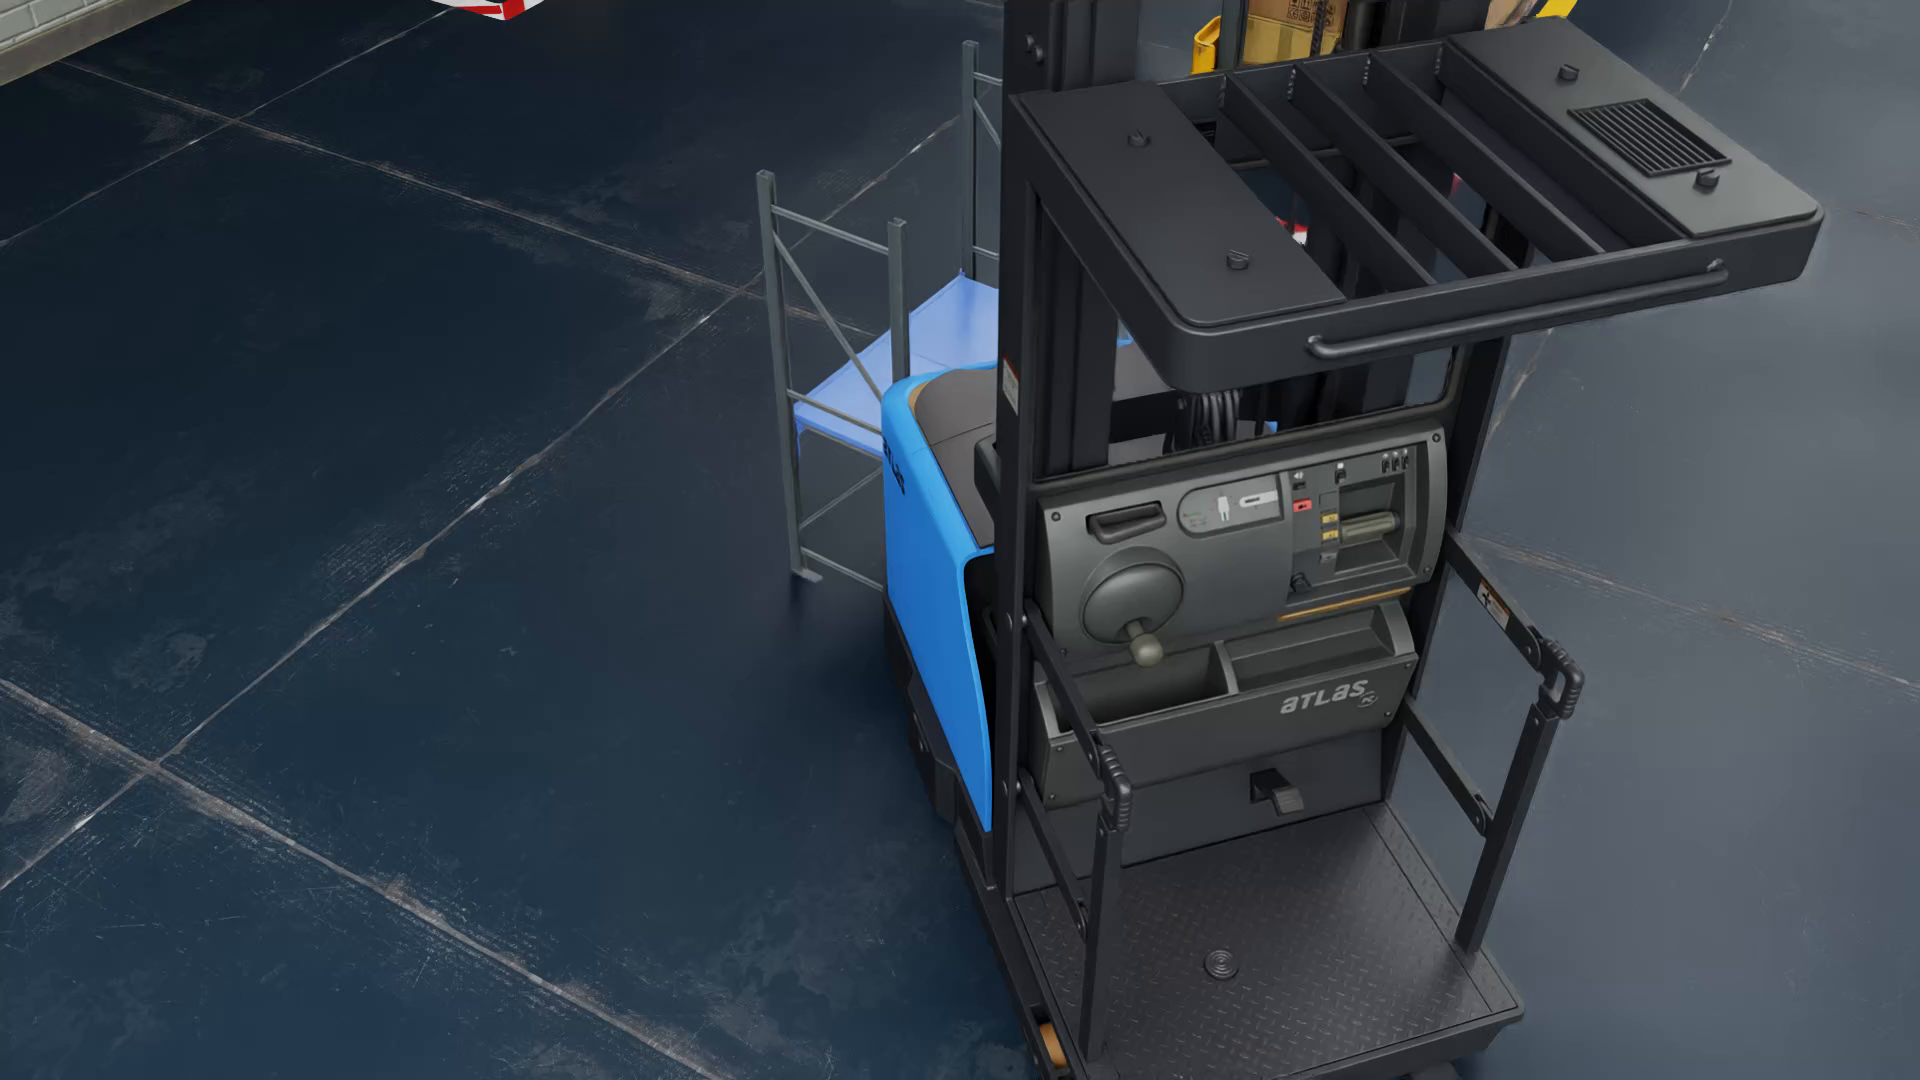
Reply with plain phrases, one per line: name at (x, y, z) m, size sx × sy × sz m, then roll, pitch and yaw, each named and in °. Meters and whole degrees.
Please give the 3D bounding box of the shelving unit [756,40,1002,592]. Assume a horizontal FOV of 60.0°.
shelving unit at (-0.067, -0.650, 5.353) m, size 0.538 × 1.500 × 1.048 m, roll 25°, pitch 47°, yaw 25°

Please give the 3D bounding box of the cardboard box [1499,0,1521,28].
cardboard box at (2.610, -2.877, 8.510) m, size 0.500 × 0.250 × 0.500 m, roll 21°, pitch 45°, yaw 22°

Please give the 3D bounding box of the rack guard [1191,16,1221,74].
rack guard at (1.640, -1.993, 7.635) m, size 1.175 × 0.500 × 0.348 m, roll 21°, pitch 45°, yaw 22°

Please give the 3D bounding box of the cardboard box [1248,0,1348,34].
cardboard box at (1.662, -2.757, 7.807) m, size 0.500 × 0.500 × 0.500 m, roll 21°, pitch 45°, yaw 22°

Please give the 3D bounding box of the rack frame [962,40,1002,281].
rack frame at (0.222, -0.926, 5.667) m, size 0.500 × 1.500 × 0.032 m, roll 25°, pitch 47°, yaw 25°

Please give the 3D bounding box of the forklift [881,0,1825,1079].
forklift at (0.691, 0.092, 3.427) m, size 1.130 × 2.935 × 3.031 m, roll -12°, pitch 43°, yaw -13°

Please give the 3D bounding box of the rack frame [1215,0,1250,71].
rack frame at (1.652, -2.945, 6.824) m, size 1.000 × 3.000 × 0.127 m, roll 21°, pitch 45°, yaw 22°

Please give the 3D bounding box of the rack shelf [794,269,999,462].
rack shelf at (-0.067, -0.515, 5.472) m, size 0.538 × 0.185 × 1.000 m, roll 25°, pitch 47°, yaw 25°

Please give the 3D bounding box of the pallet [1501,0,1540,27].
pallet at (2.610, -3.045, 9.048) m, size 1.003 × 0.211 × 1.213 m, roll 21°, pitch 45°, yaw 22°

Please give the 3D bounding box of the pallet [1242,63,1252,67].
pallet at (1.998, -2.350, 8.259) m, size 1.003 × 0.211 × 1.213 m, roll 21°, pitch 45°, yaw 22°

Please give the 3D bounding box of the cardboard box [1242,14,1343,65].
cardboard box at (1.664, -2.475, 8.054) m, size 0.500 × 0.250 × 0.500 m, roll 21°, pitch 45°, yaw 22°

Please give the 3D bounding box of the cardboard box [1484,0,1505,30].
cardboard box at (2.360, -2.591, 8.186) m, size 0.500 × 0.250 × 0.500 m, roll 21°, pitch 45°, yaw 22°

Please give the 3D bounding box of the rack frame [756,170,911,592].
rack frame at (-0.356, -0.374, 5.039) m, size 0.500 × 1.500 × 0.032 m, roll 25°, pitch 47°, yaw 25°

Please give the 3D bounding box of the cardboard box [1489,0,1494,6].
cardboard box at (2.361, -2.872, 7.937) m, size 0.500 × 0.500 × 0.500 m, roll 21°, pitch 45°, yaw 22°
